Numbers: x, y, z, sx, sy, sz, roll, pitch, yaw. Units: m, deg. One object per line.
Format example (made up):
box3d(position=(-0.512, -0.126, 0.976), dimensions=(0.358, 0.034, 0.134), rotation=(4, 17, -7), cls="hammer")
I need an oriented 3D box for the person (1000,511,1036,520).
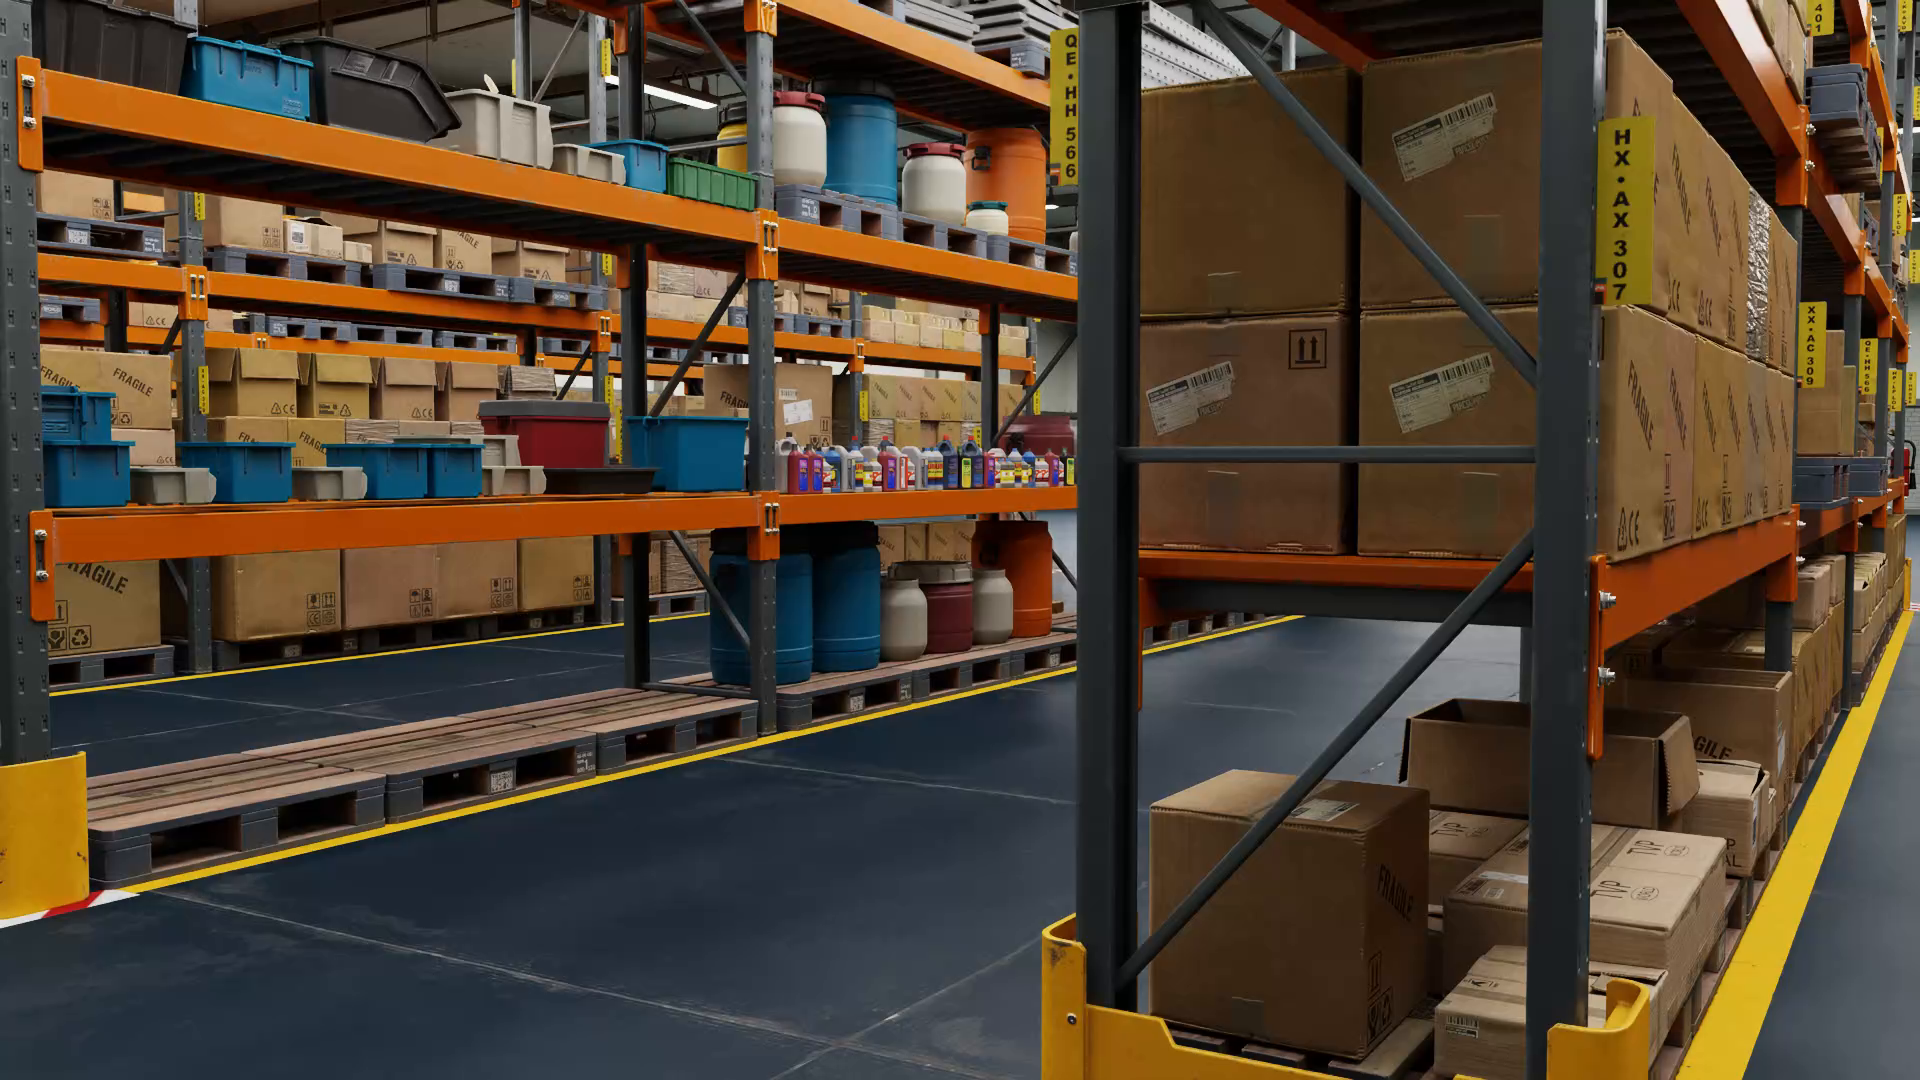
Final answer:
box3d(position=(0.496, -0.089, 14.622), dimensions=(0.437, 1.747, 0.596), rotation=(1, 3, 28), cls="person")
